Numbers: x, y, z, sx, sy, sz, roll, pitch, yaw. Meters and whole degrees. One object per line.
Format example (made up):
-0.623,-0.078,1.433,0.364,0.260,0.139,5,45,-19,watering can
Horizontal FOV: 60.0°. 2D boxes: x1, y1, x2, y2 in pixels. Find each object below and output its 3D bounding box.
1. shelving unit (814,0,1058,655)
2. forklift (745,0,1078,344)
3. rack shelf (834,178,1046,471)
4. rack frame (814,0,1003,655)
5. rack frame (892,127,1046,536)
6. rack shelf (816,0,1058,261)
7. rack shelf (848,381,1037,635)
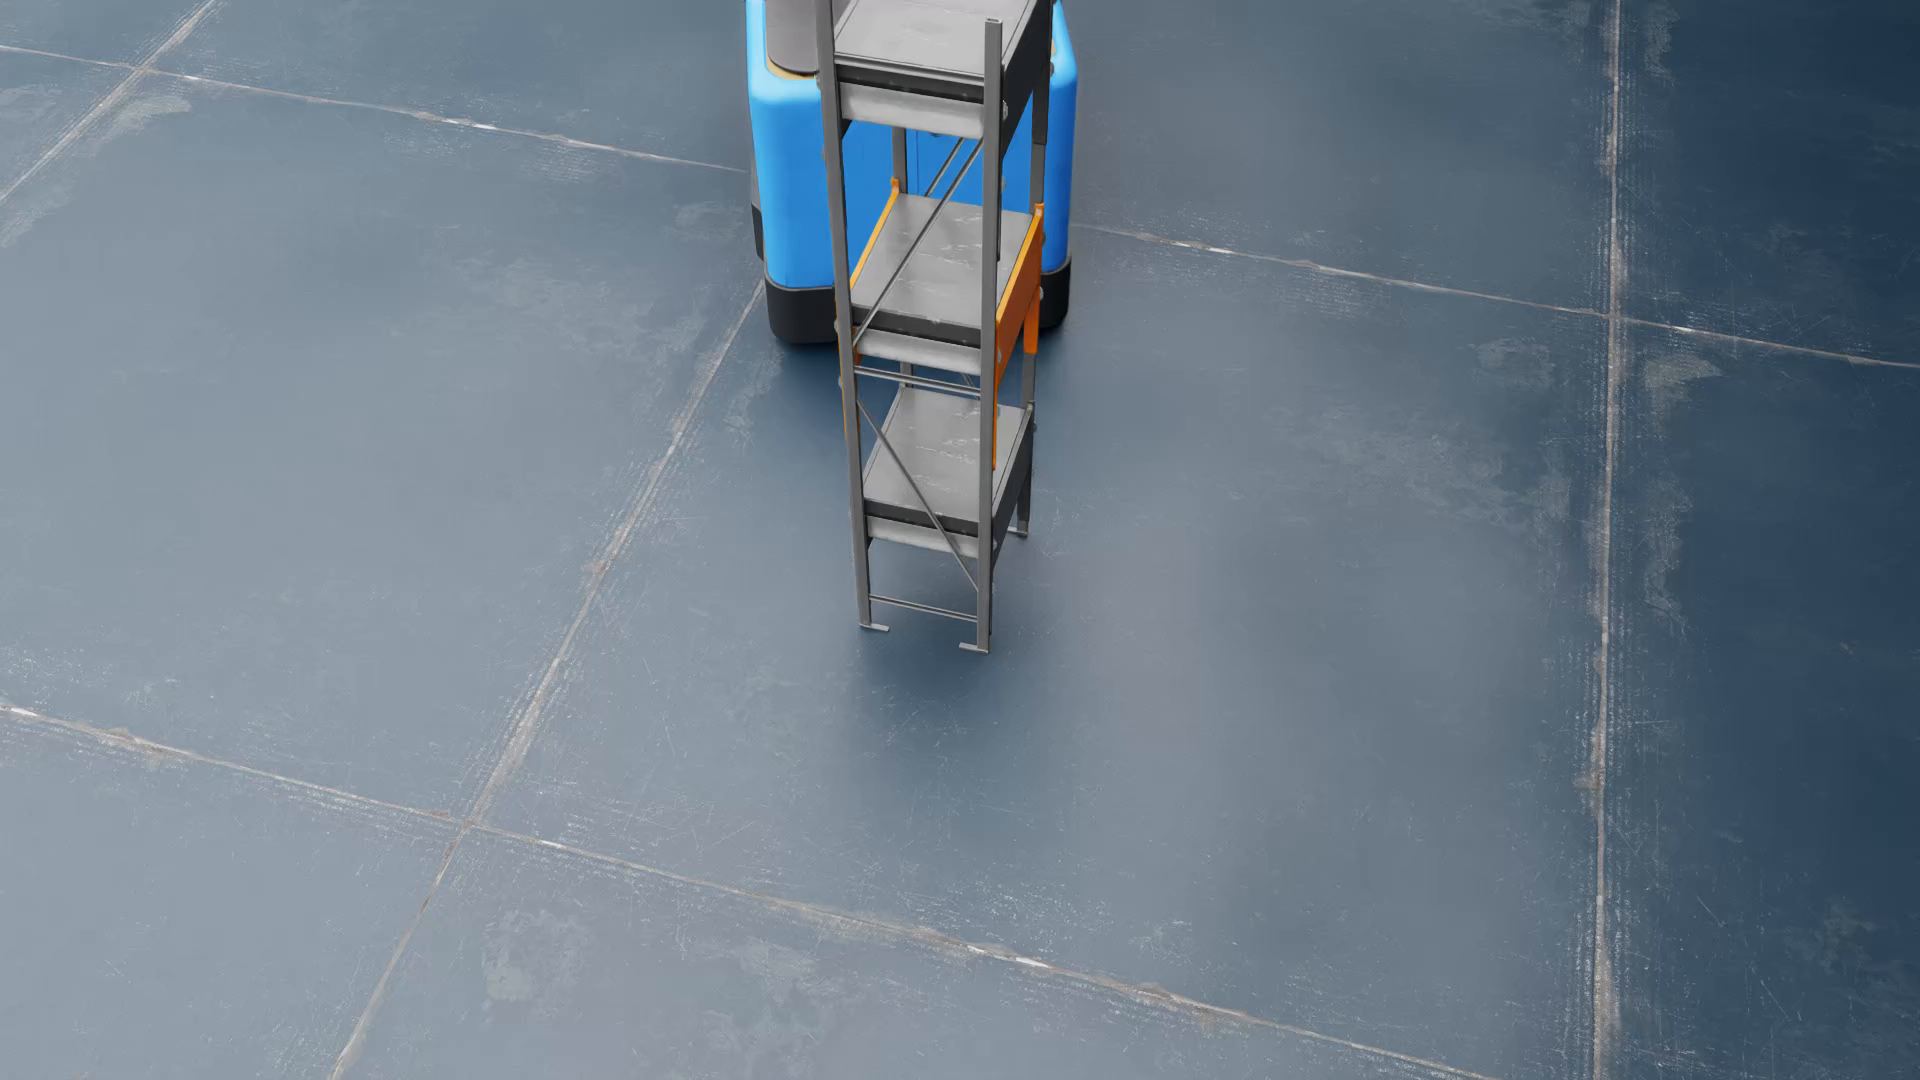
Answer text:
-0.044,-0.575,4.357,0.431,2.100,0.503,12,50,10,shelving unit
-0.279,-2.761,5.732,1.130,2.935,3.031,-4,49,-4,forklift
-0.044,-0.566,4.367,0.431,0.518,0.480,12,50,10,rack shelf
-0.108,-0.399,4.201,0.400,2.100,0.015,12,50,10,rack frame
0.021,-0.752,4.513,0.400,2.100,0.015,12,50,10,rack frame
-0.044,-1.029,3.842,0.431,0.518,0.480,12,50,10,rack shelf
-0.044,-0.103,4.892,0.431,0.518,0.480,12,50,10,rack shelf
